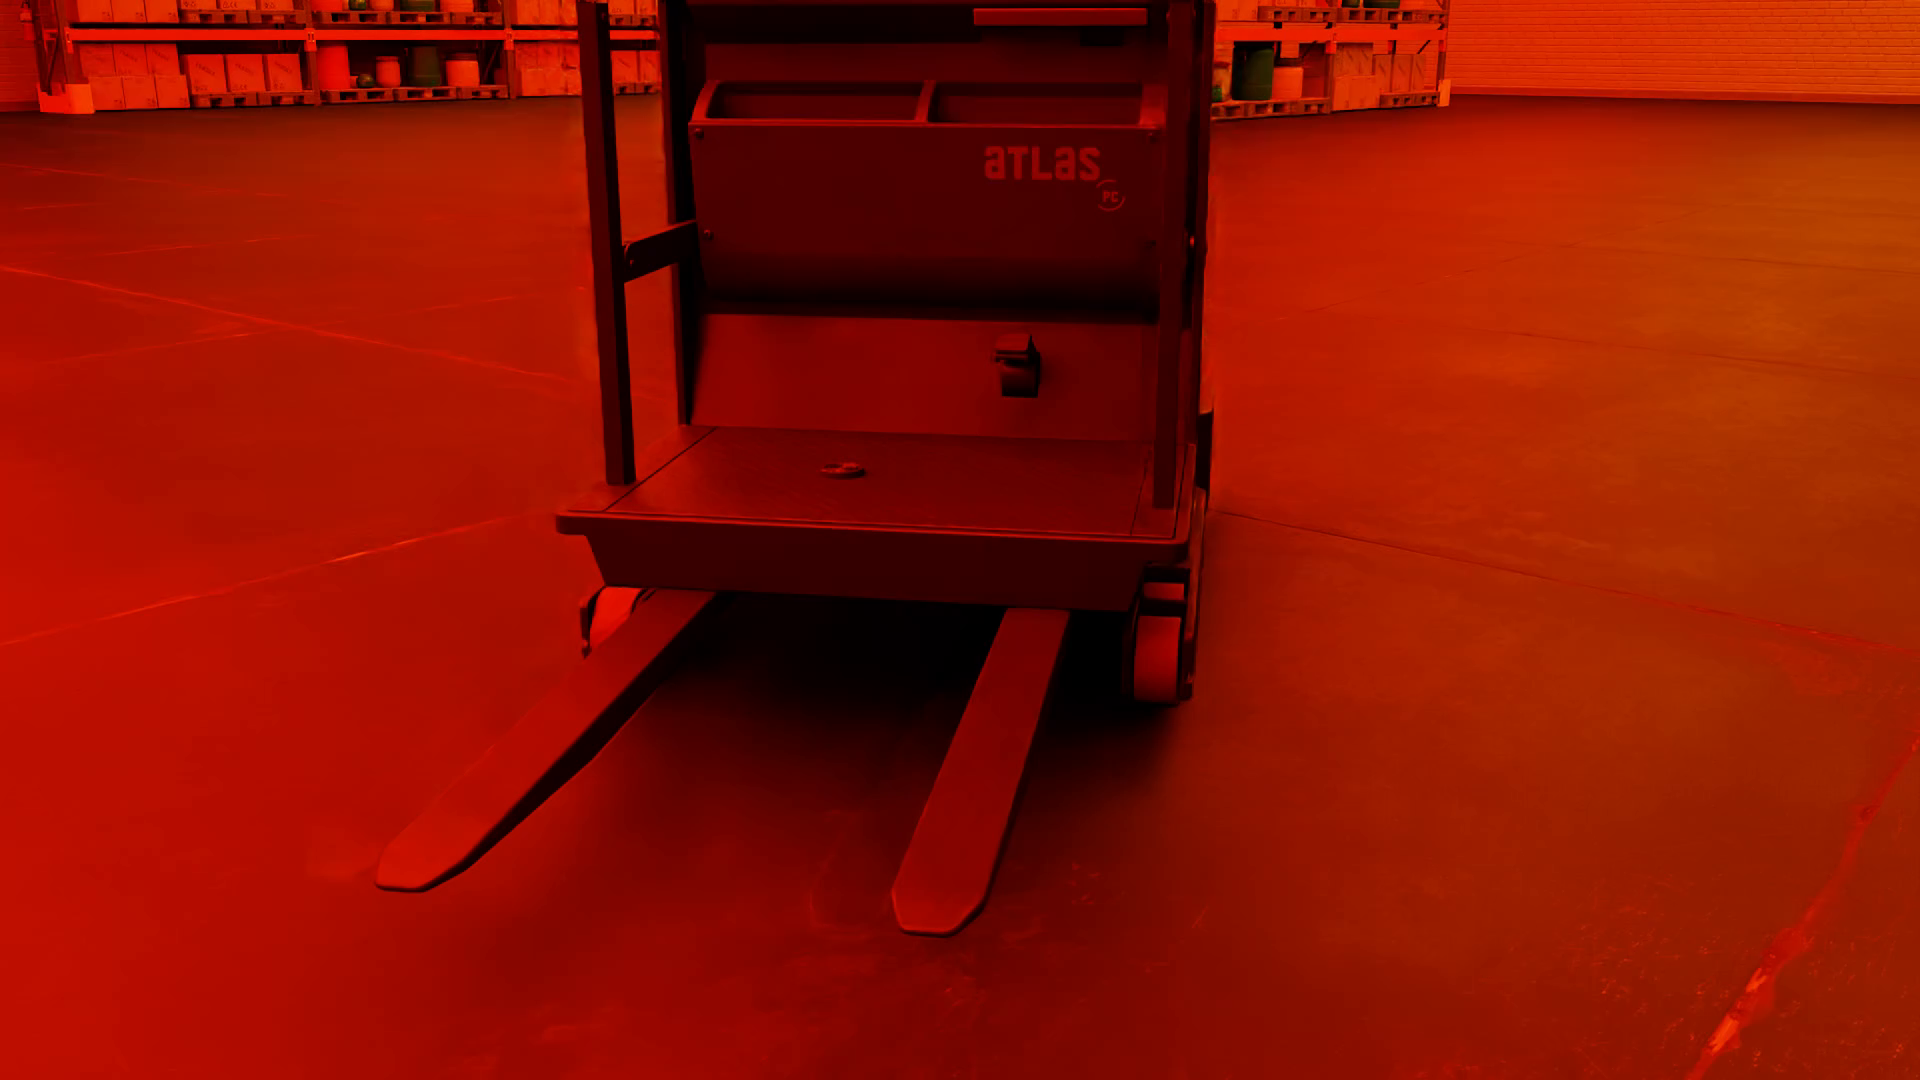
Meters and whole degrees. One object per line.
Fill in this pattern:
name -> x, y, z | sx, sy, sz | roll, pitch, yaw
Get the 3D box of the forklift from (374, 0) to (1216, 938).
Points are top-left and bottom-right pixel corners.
forklift -> -0.092, -1.216, 2.904 | 1.130, 2.935, 3.031 | 3, 17, 9
